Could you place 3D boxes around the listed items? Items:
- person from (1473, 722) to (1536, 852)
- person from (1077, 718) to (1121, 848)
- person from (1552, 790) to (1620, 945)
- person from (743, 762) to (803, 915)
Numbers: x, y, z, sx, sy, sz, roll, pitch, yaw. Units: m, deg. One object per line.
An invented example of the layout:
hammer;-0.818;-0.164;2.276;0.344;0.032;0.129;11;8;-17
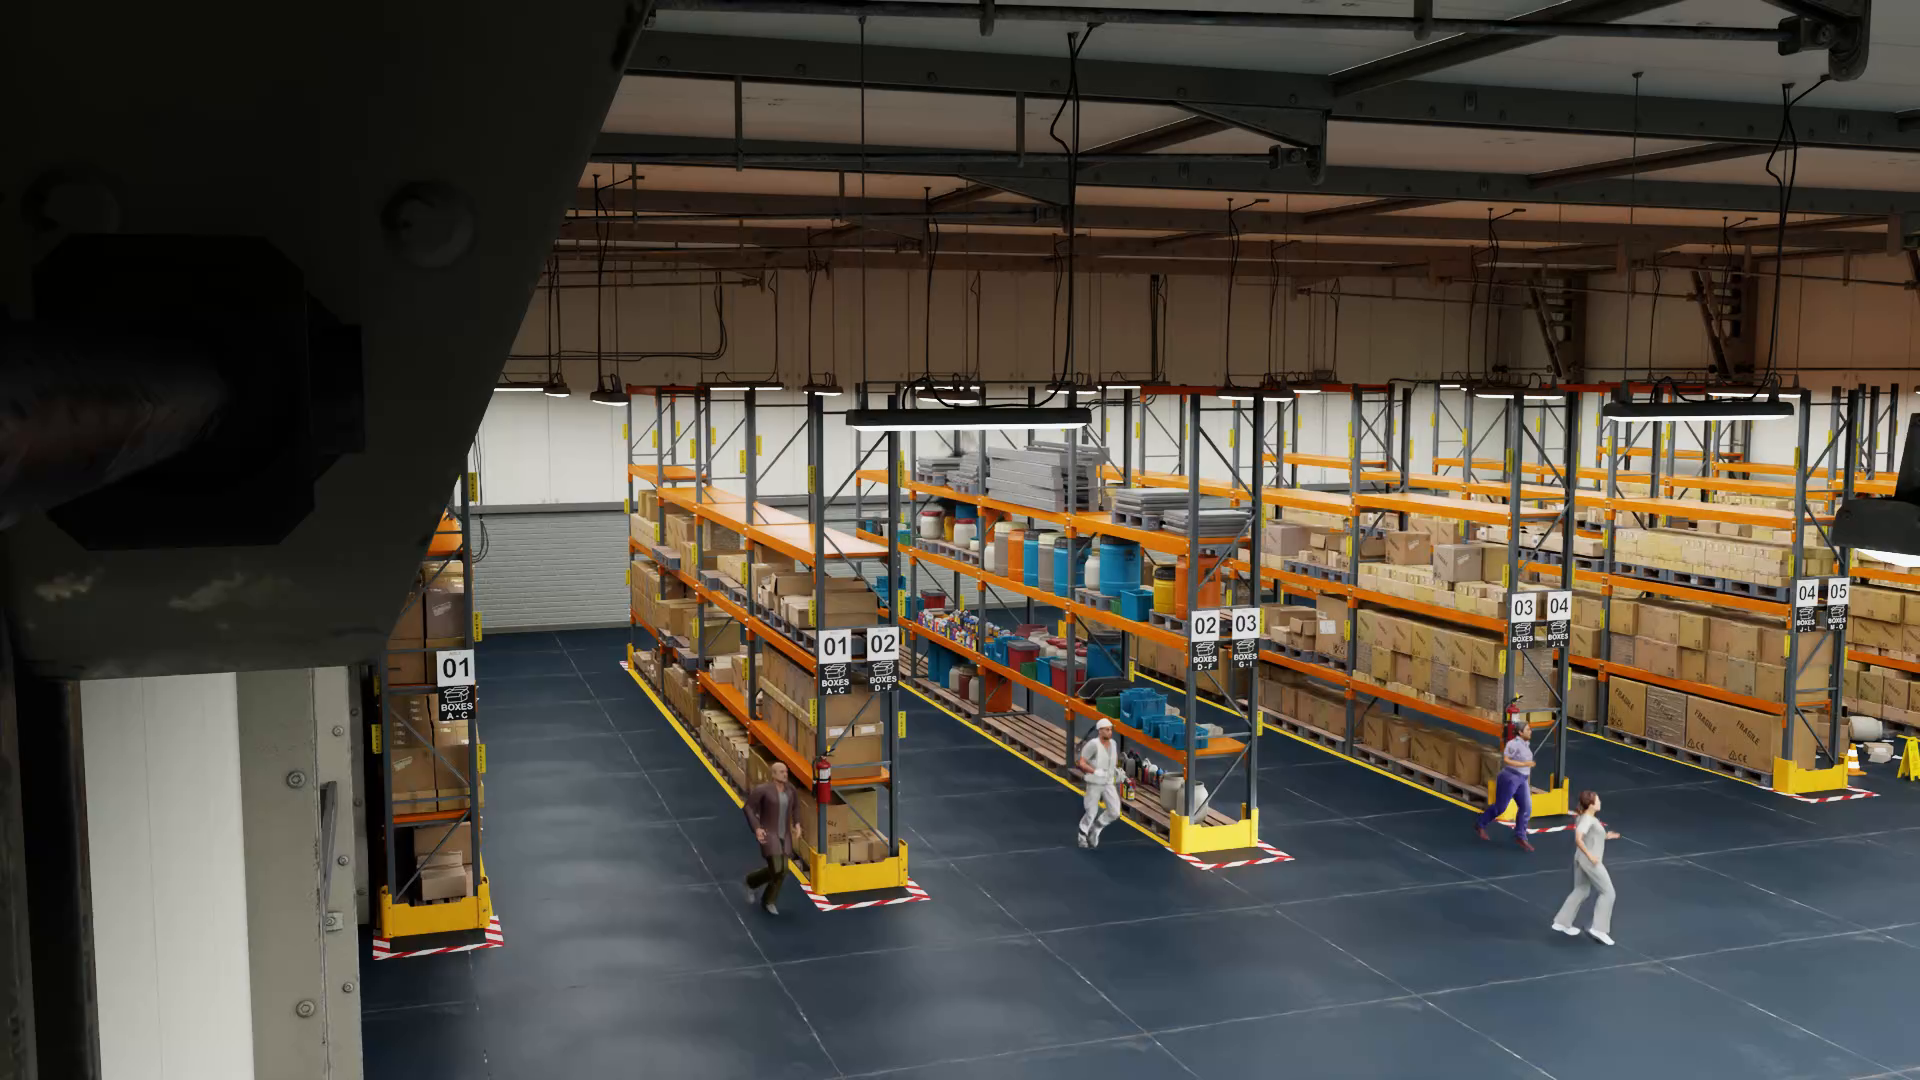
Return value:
person;7.387;3.240;22.193;0.641;1.647;0.857;-5;8;-41
person;1.877;3.202;21.886;0.748;1.727;0.614;-4;7;-31
person;6.931;3.612;18.359;0.709;1.726;0.548;0;6;3
person;-2.162;3.480;19.523;0.723;1.763;0.617;-6;8;-44
